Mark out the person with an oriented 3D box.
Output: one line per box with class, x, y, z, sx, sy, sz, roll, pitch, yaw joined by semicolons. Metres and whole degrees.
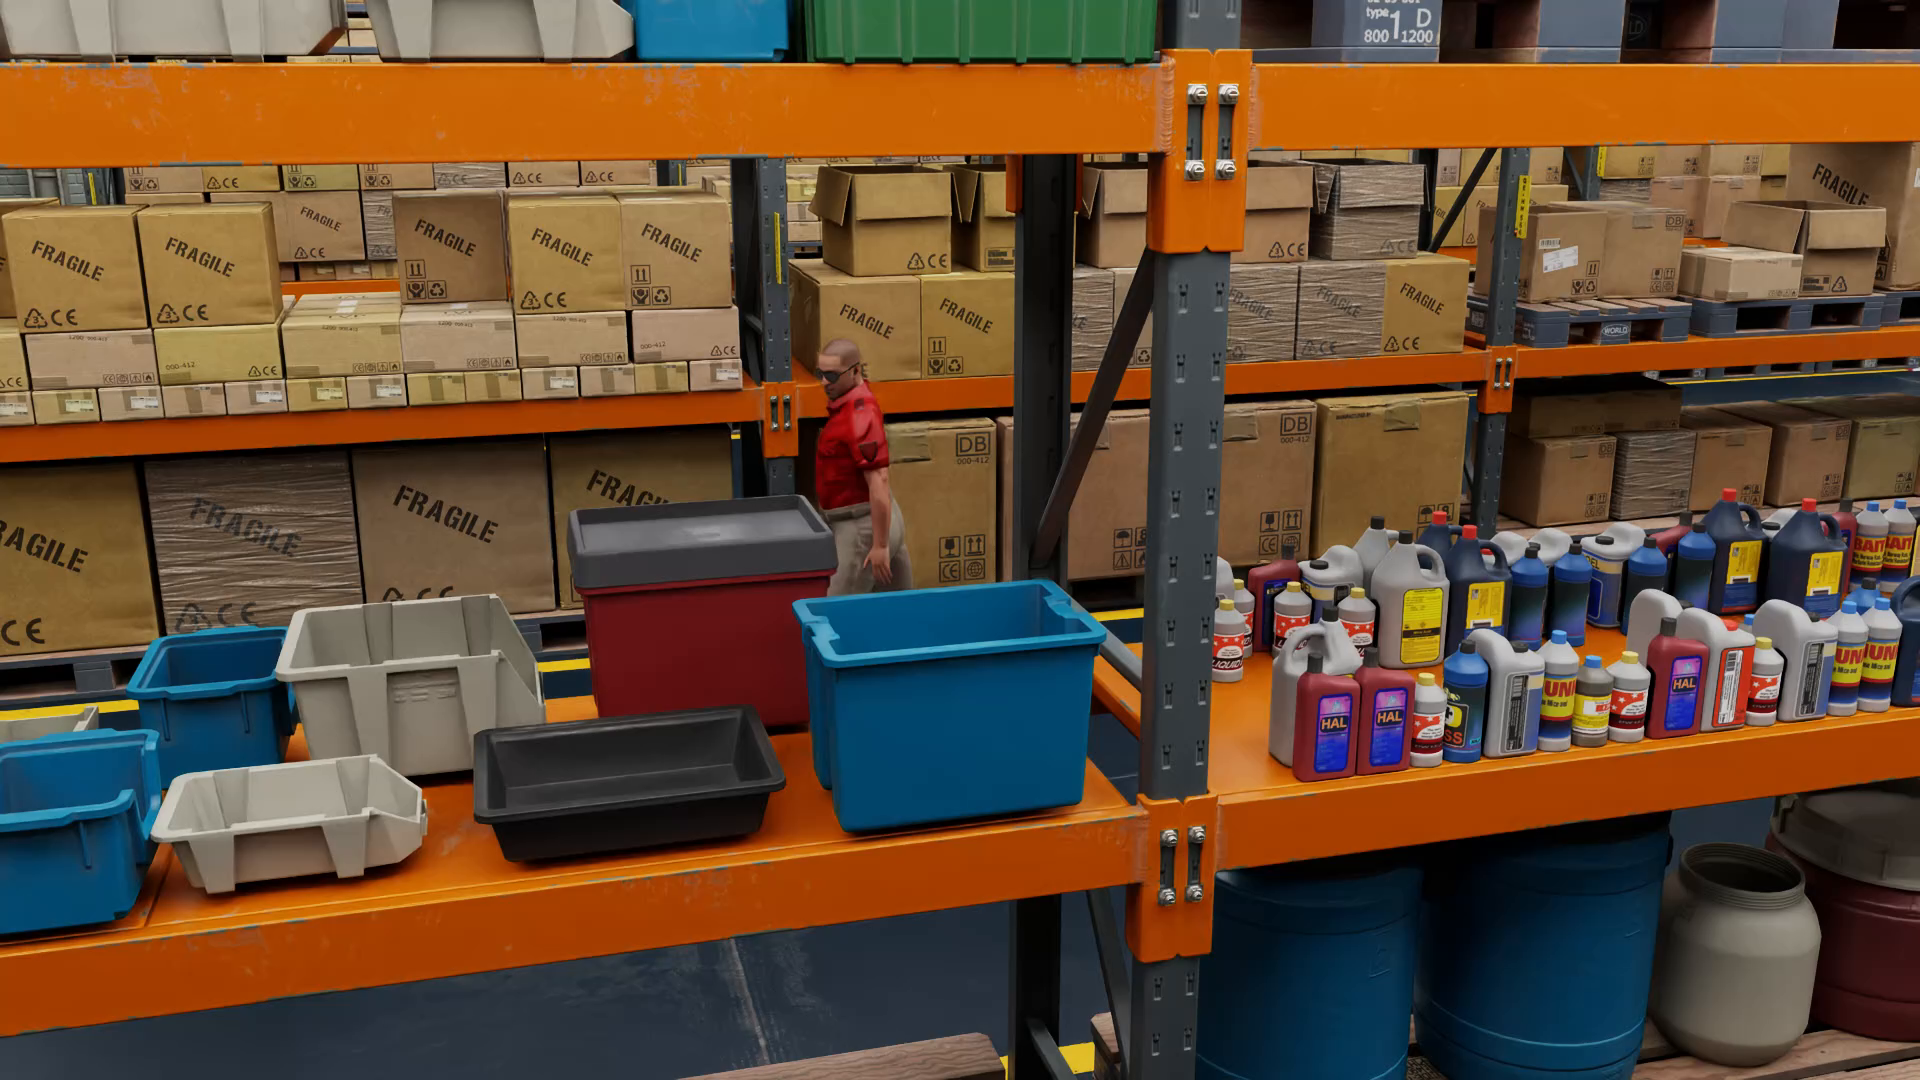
person;-0.471;-0.051;7.249;0.913;1.688;0.687;0;16;1
